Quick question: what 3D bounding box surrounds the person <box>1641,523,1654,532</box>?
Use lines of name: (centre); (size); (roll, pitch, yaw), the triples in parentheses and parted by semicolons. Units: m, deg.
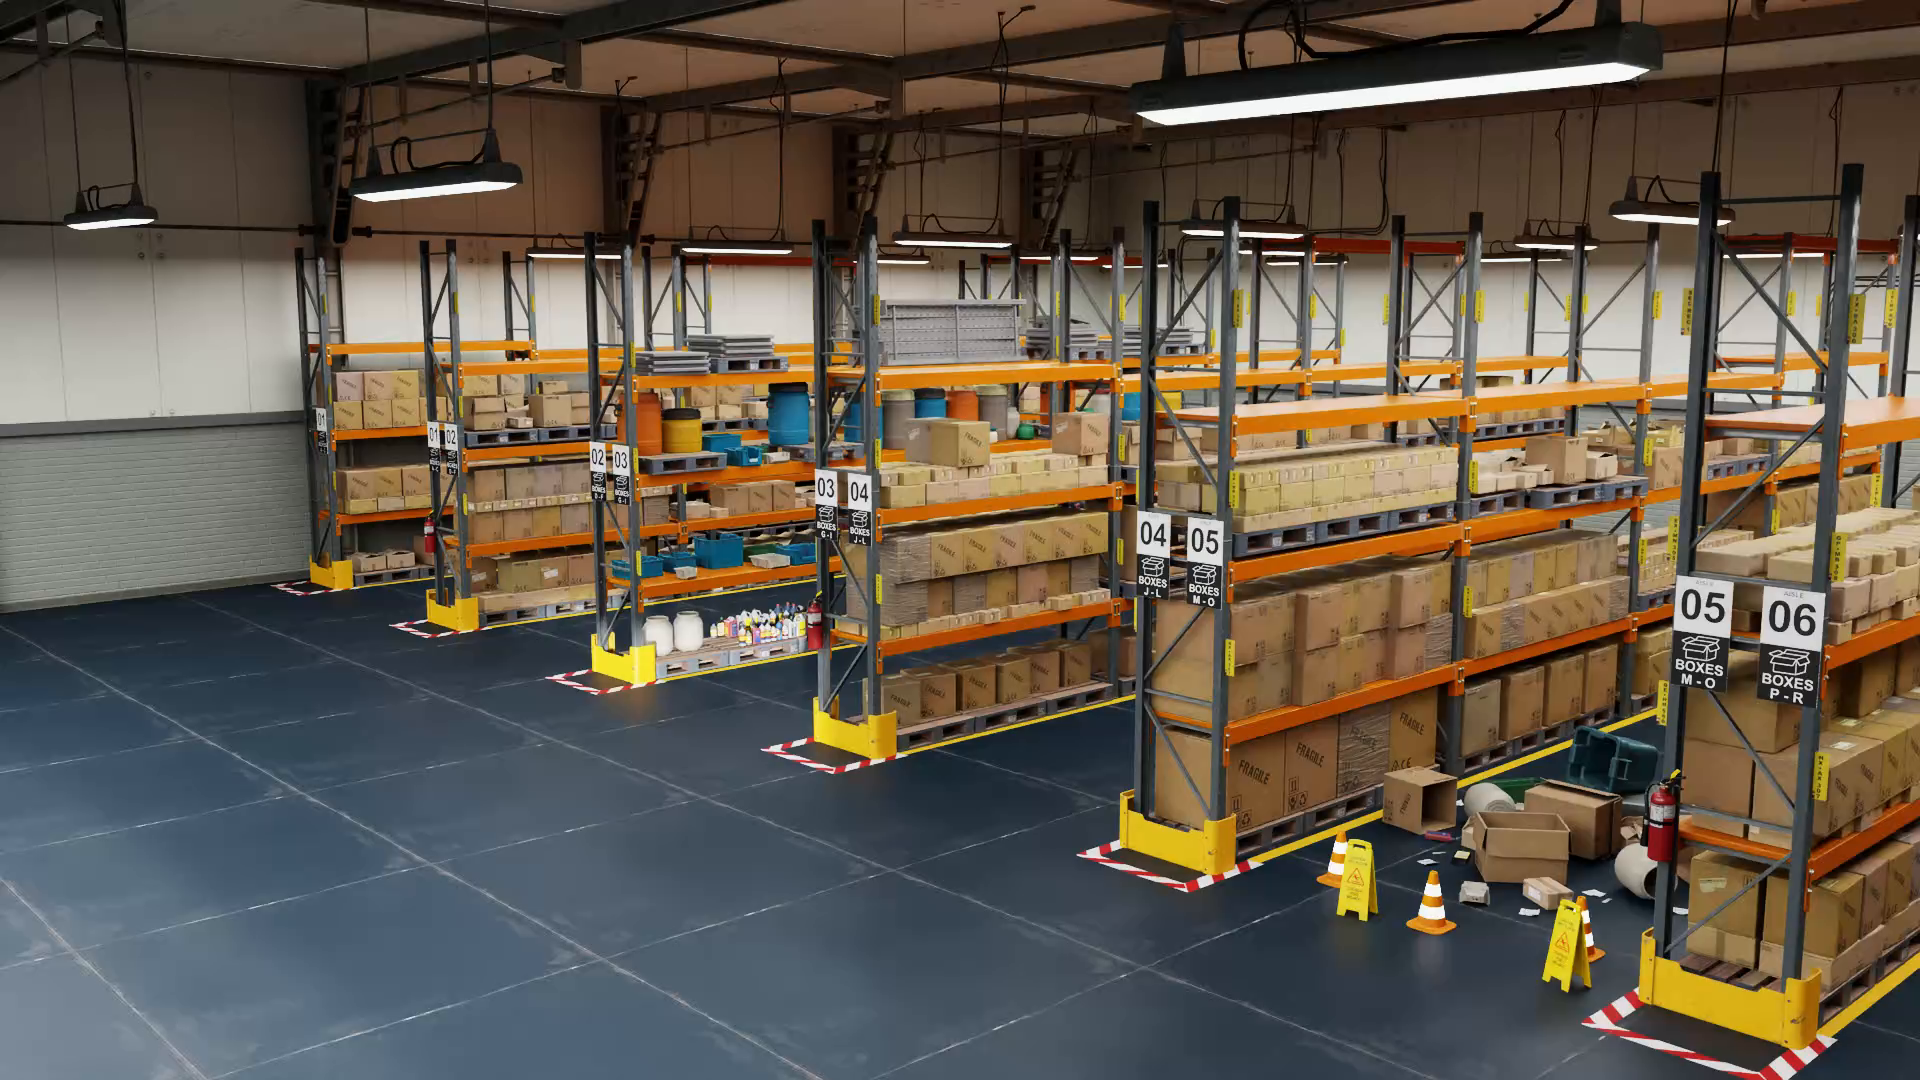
person: (10.699, 0.577, 25.798); (0.856, 1.684, 0.613); (-5, 10, -32)
